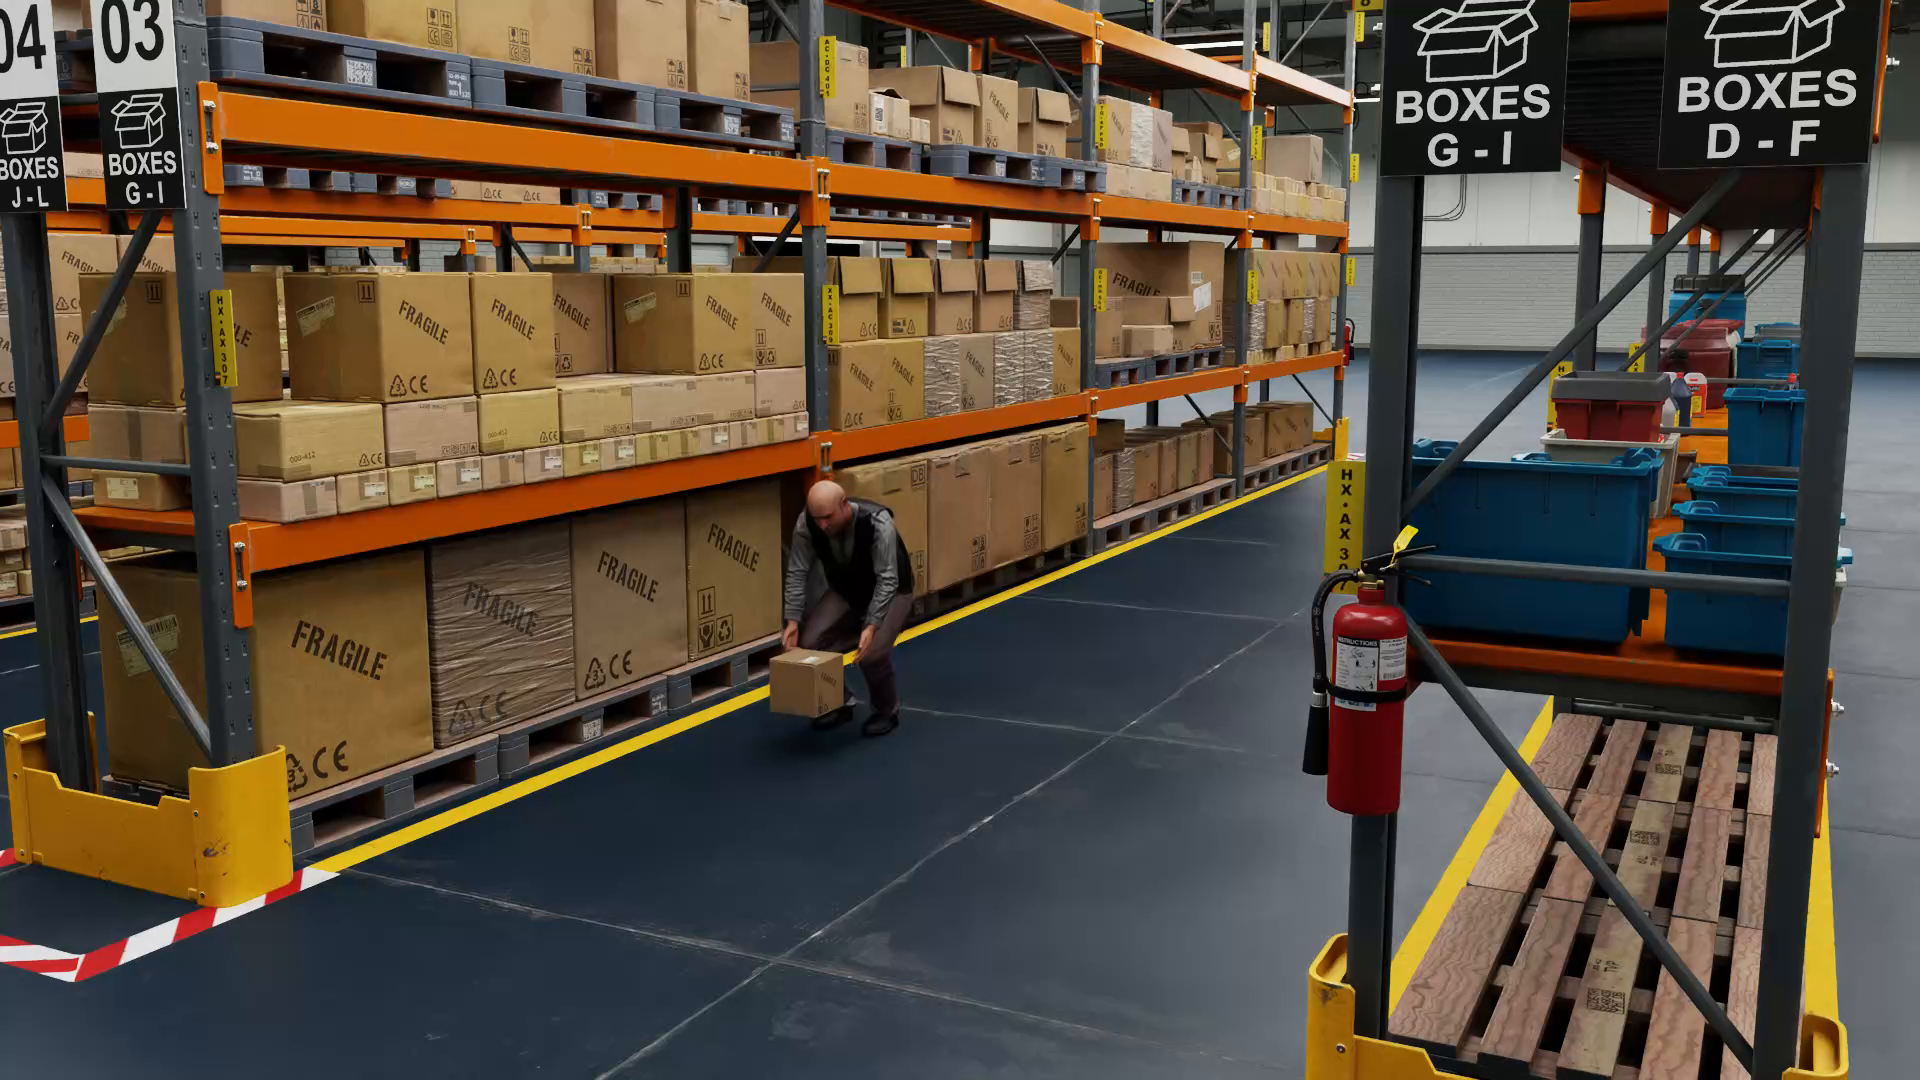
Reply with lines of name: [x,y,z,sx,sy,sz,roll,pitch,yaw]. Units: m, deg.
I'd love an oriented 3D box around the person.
person: [-0.497,0.307,7.996,0.586,1.260,0.779,4,10,26]
